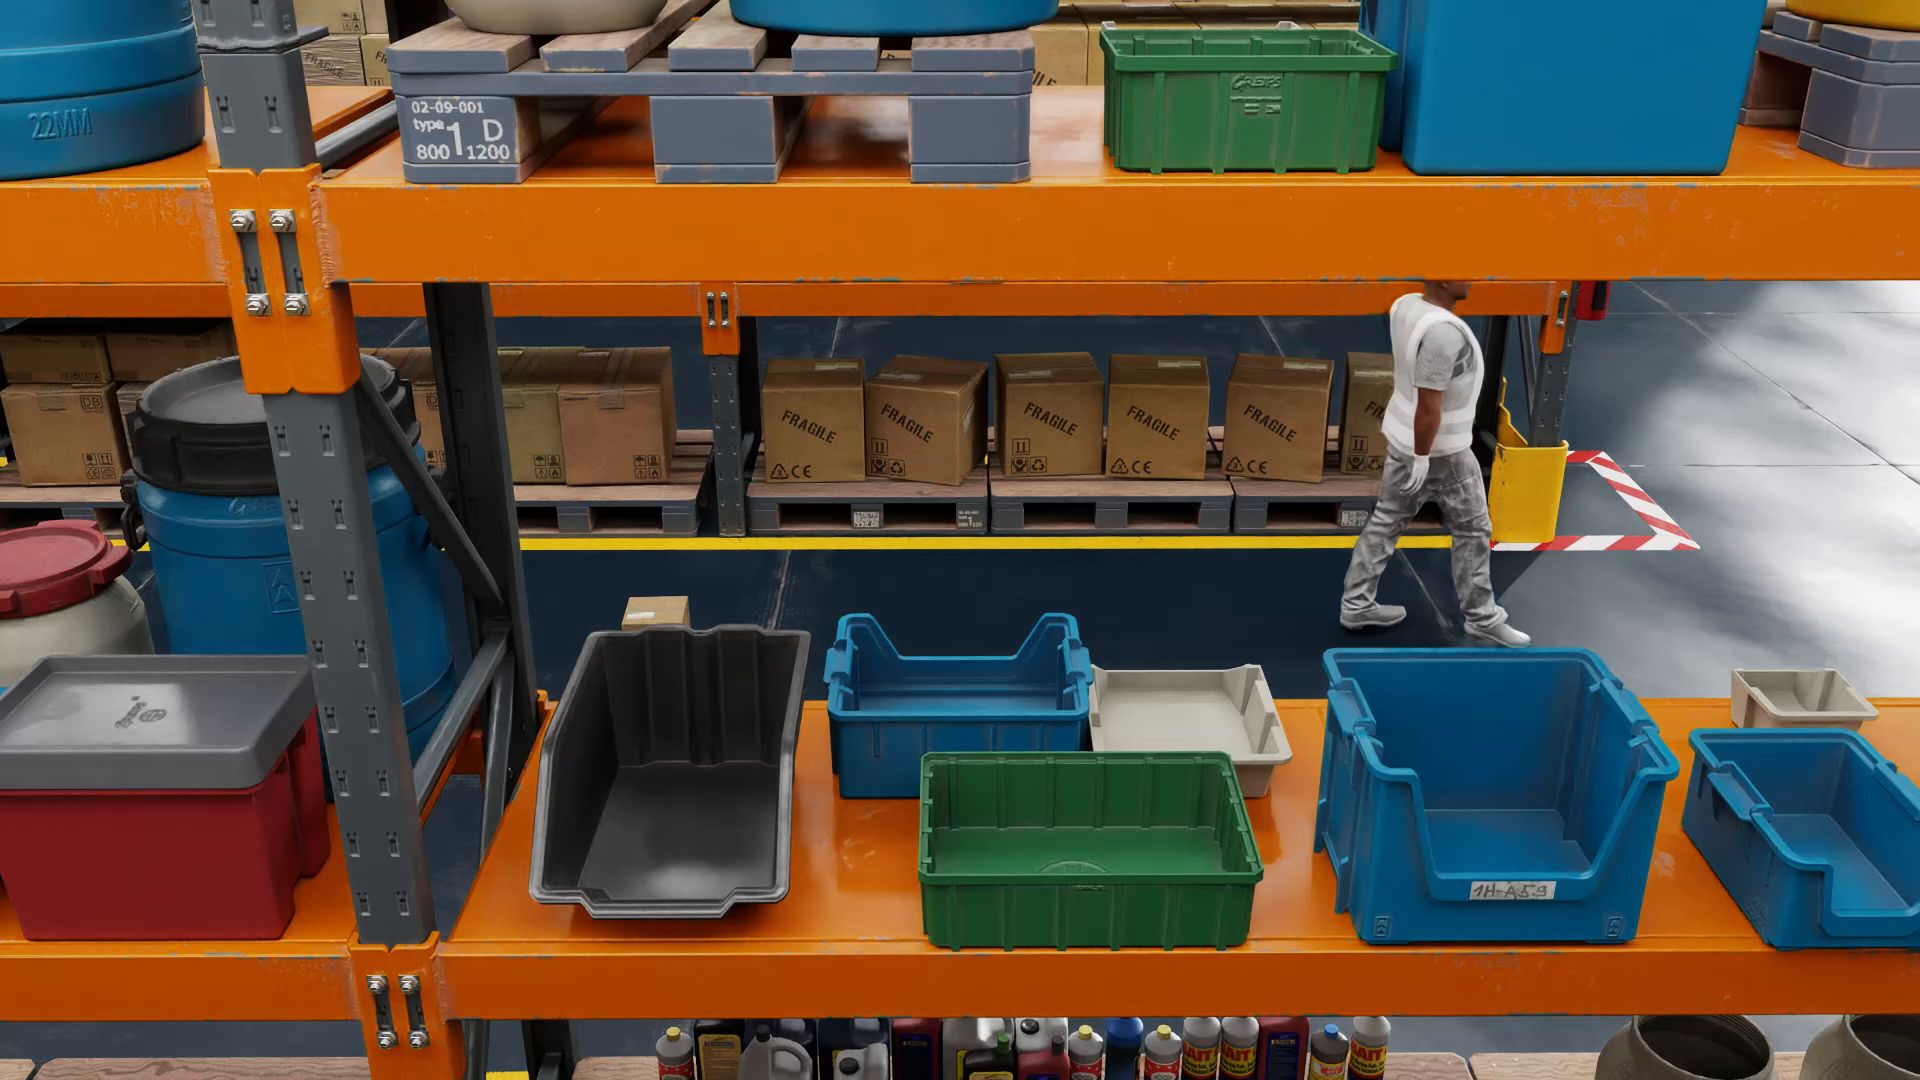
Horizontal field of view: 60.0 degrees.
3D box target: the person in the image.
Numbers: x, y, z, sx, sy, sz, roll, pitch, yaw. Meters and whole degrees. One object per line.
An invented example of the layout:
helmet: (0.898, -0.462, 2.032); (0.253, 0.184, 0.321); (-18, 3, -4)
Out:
person: (2.075, -0.413, 7.005); (0.794, 1.798, 0.560); (-2, 24, -5)
